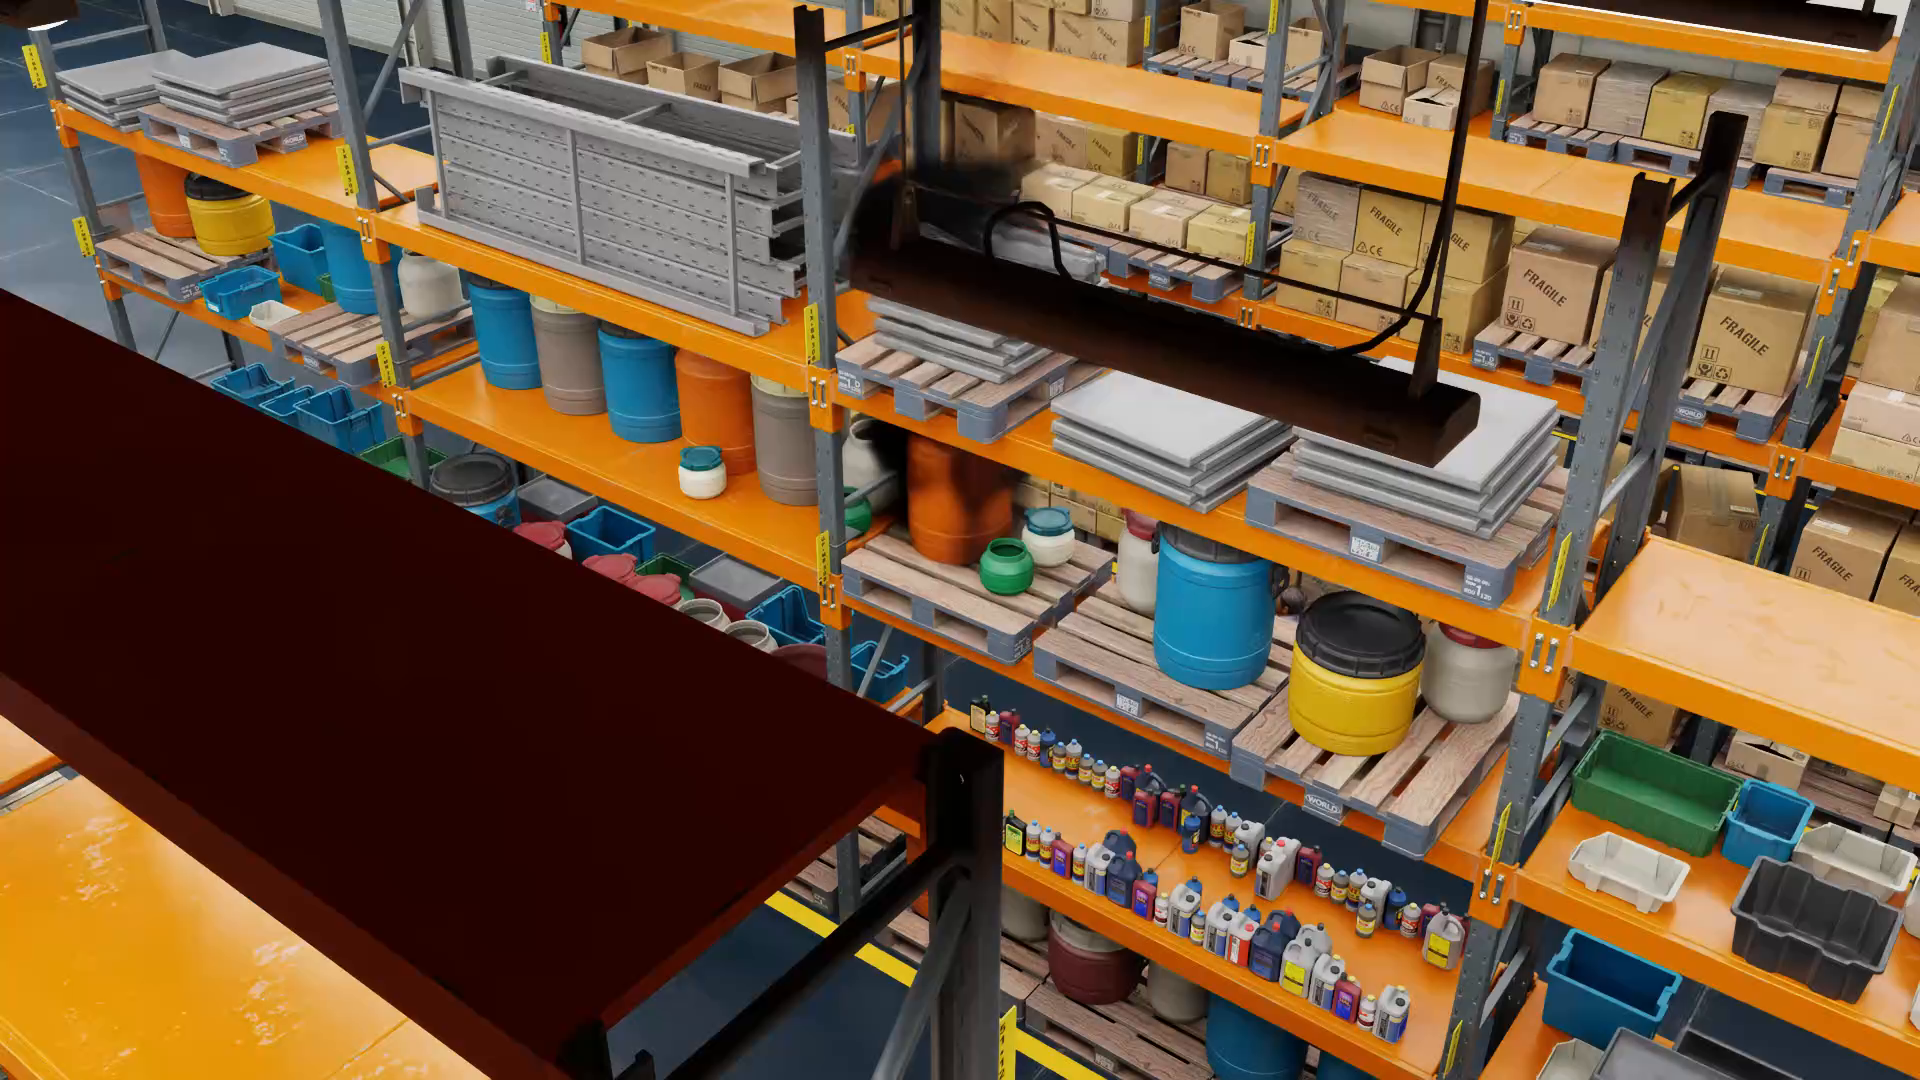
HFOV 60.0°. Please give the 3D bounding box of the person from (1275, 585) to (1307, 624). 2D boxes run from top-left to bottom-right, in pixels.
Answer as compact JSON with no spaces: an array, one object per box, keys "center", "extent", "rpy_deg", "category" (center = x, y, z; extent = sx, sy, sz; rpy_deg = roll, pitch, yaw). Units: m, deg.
[{"center":[2.171,1.014,11.518],"extent":[0.838,1.681,0.615],"rpy_deg":[16,35,24],"category":"person"}]
